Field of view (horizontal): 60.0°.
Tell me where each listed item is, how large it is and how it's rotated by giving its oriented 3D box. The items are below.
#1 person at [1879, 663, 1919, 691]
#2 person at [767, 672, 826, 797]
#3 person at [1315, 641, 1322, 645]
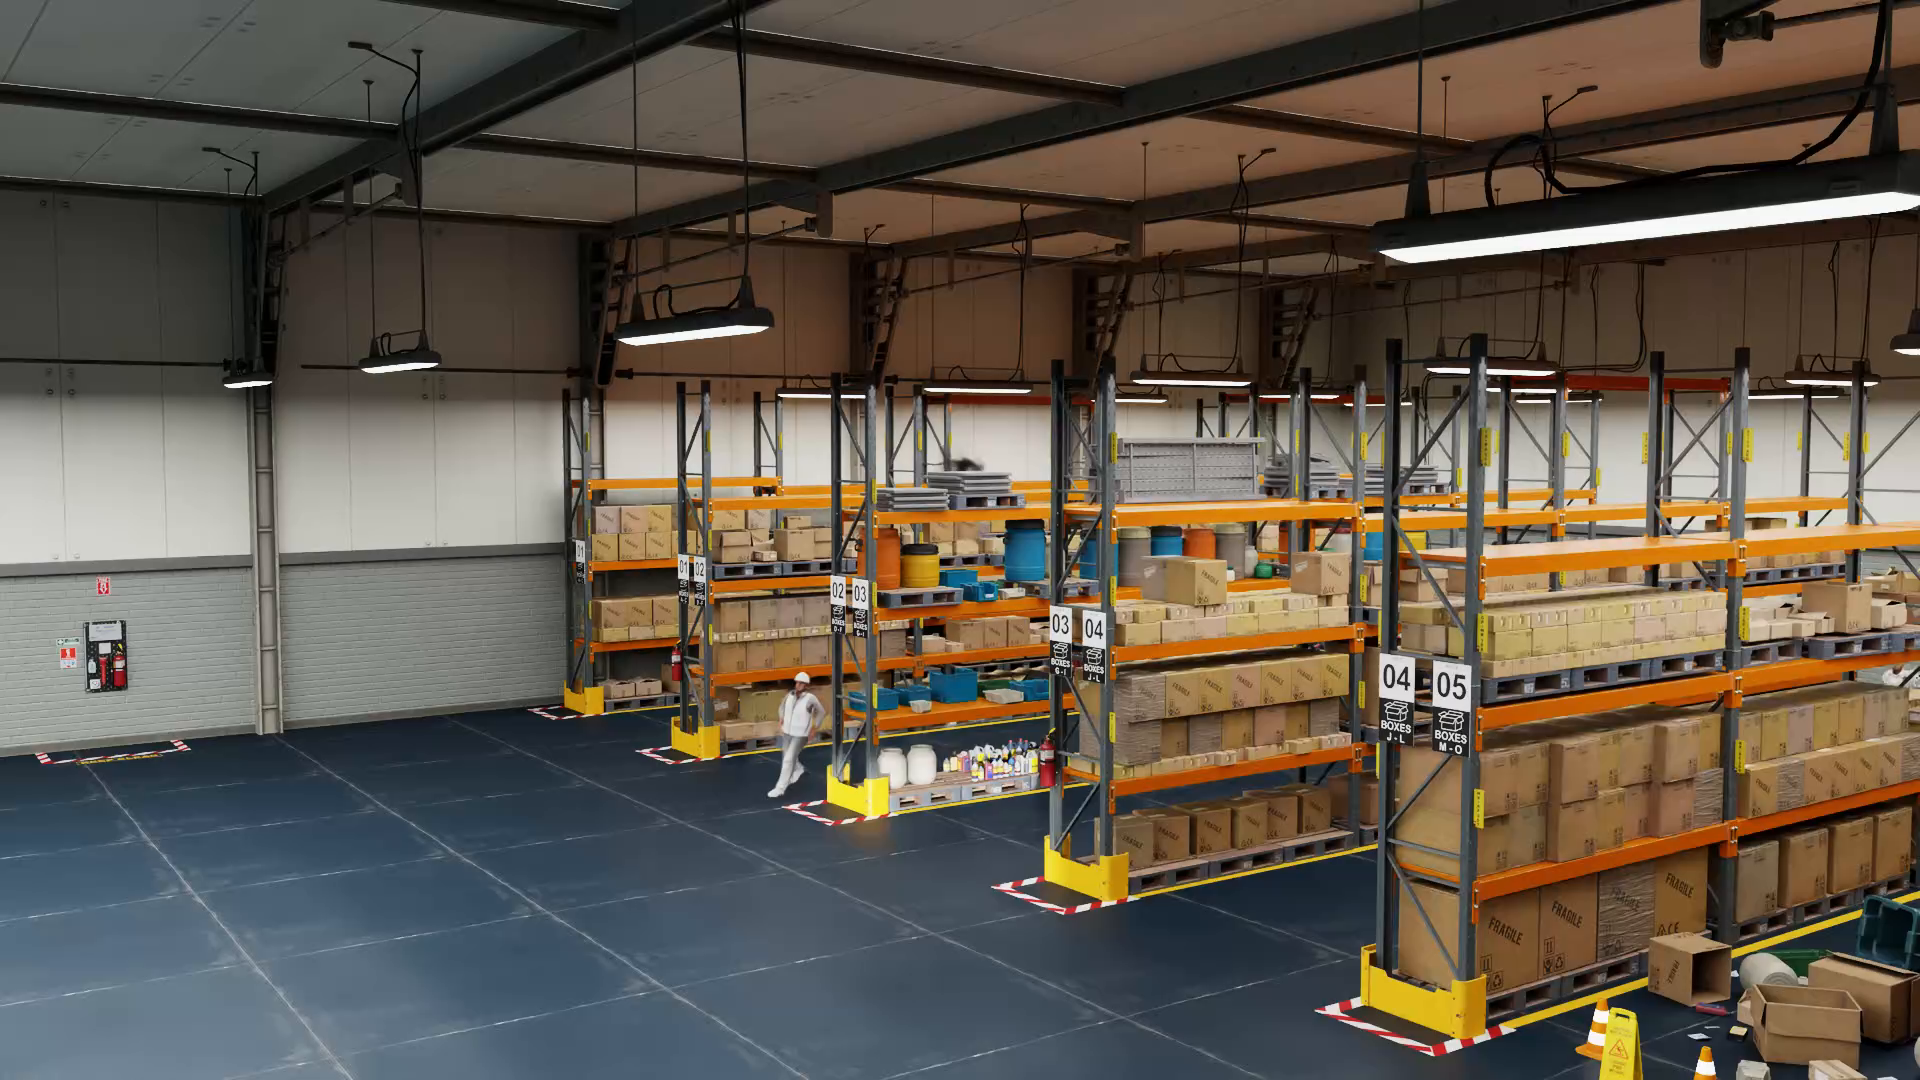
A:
[{"bbox_3d":[14.659,2.640,25.949,0.748,1.764,0.676,-3,5,-42],"label":"person"},{"bbox_3d":[-2.330,2.757,23.773,0.721,1.740,0.953,2,4,30],"label":"person"},{"bbox_3d":[7.120,2.237,32.138,0.662,1.738,0.599,3,5,40],"label":"person"}]
